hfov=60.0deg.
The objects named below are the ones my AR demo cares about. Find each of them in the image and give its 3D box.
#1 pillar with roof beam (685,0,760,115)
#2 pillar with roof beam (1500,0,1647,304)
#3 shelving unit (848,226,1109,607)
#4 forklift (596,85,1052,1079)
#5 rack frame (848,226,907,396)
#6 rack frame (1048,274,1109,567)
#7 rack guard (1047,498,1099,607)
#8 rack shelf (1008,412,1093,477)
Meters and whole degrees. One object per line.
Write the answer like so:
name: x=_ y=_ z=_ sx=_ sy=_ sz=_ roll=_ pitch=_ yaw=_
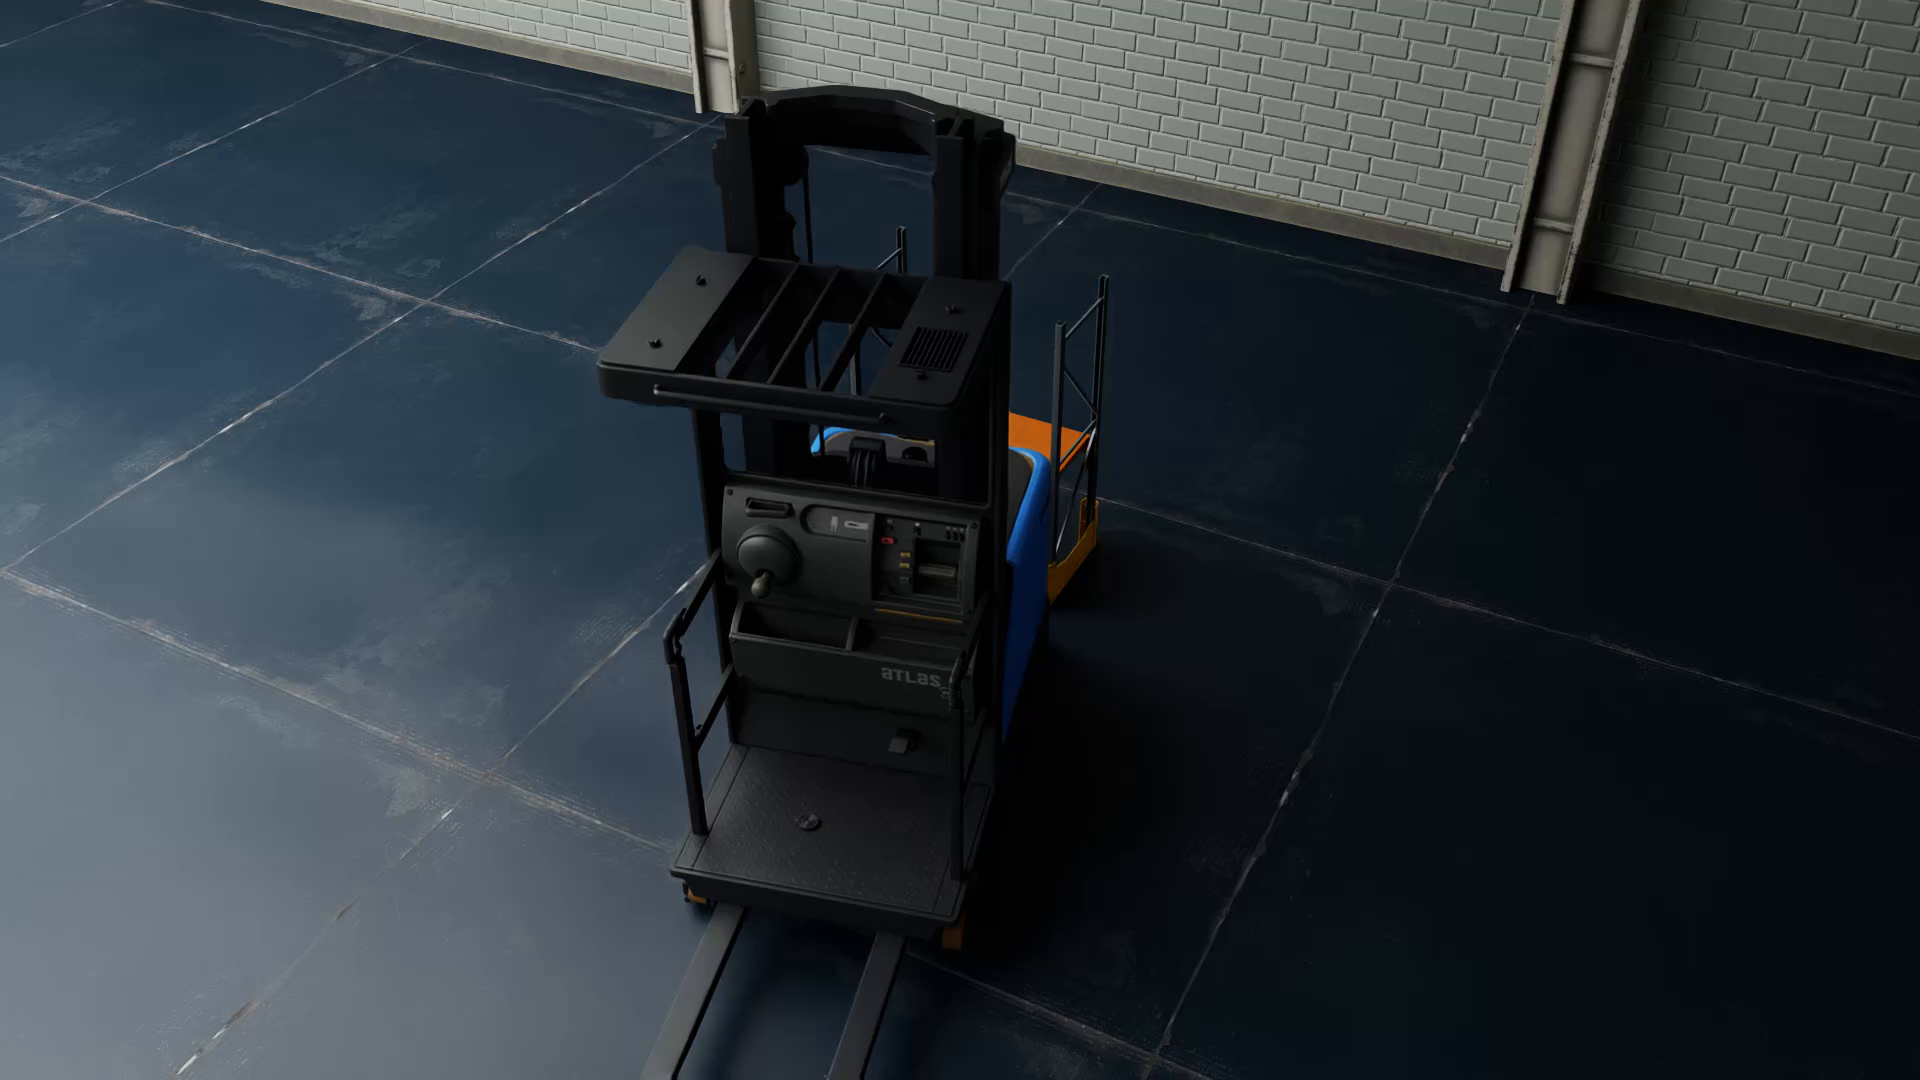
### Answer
pillar with roof beam: x=-3.719 y=-4.514 z=6.754 sx=0.400 sy=9.000 sz=9.100 roll=17 pitch=41 yaw=21
pillar with roof beam: x=1.609 y=-2.846 z=4.556 sx=0.400 sy=9.000 sz=9.100 roll=17 pitch=41 yaw=21
shelving unit: x=0.068 y=-0.576 z=7.769 sx=1.083 sy=1.500 sz=0.587 roll=17 pitch=41 yaw=21
forklift: x=-0.434 y=0.114 z=5.675 sx=1.130 sy=2.935 sz=3.031 roll=8 pitch=38 yaw=10
rack frame: x=-0.376 y=-0.715 z=7.952 sx=0.032 sy=1.500 sz=0.500 roll=17 pitch=41 yaw=21
rack frame: x=0.527 y=-0.432 z=7.579 sx=0.032 sy=1.500 sz=0.500 roll=17 pitch=41 yaw=21
rack guard: x=0.510 y=0.060 z=7.964 sx=0.087 sy=0.250 sz=0.587 roll=17 pitch=41 yaw=21
rack shelf: x=0.076 y=-0.430 z=7.874 sx=1.000 sy=0.185 sz=0.538 roll=17 pitch=41 yaw=21
